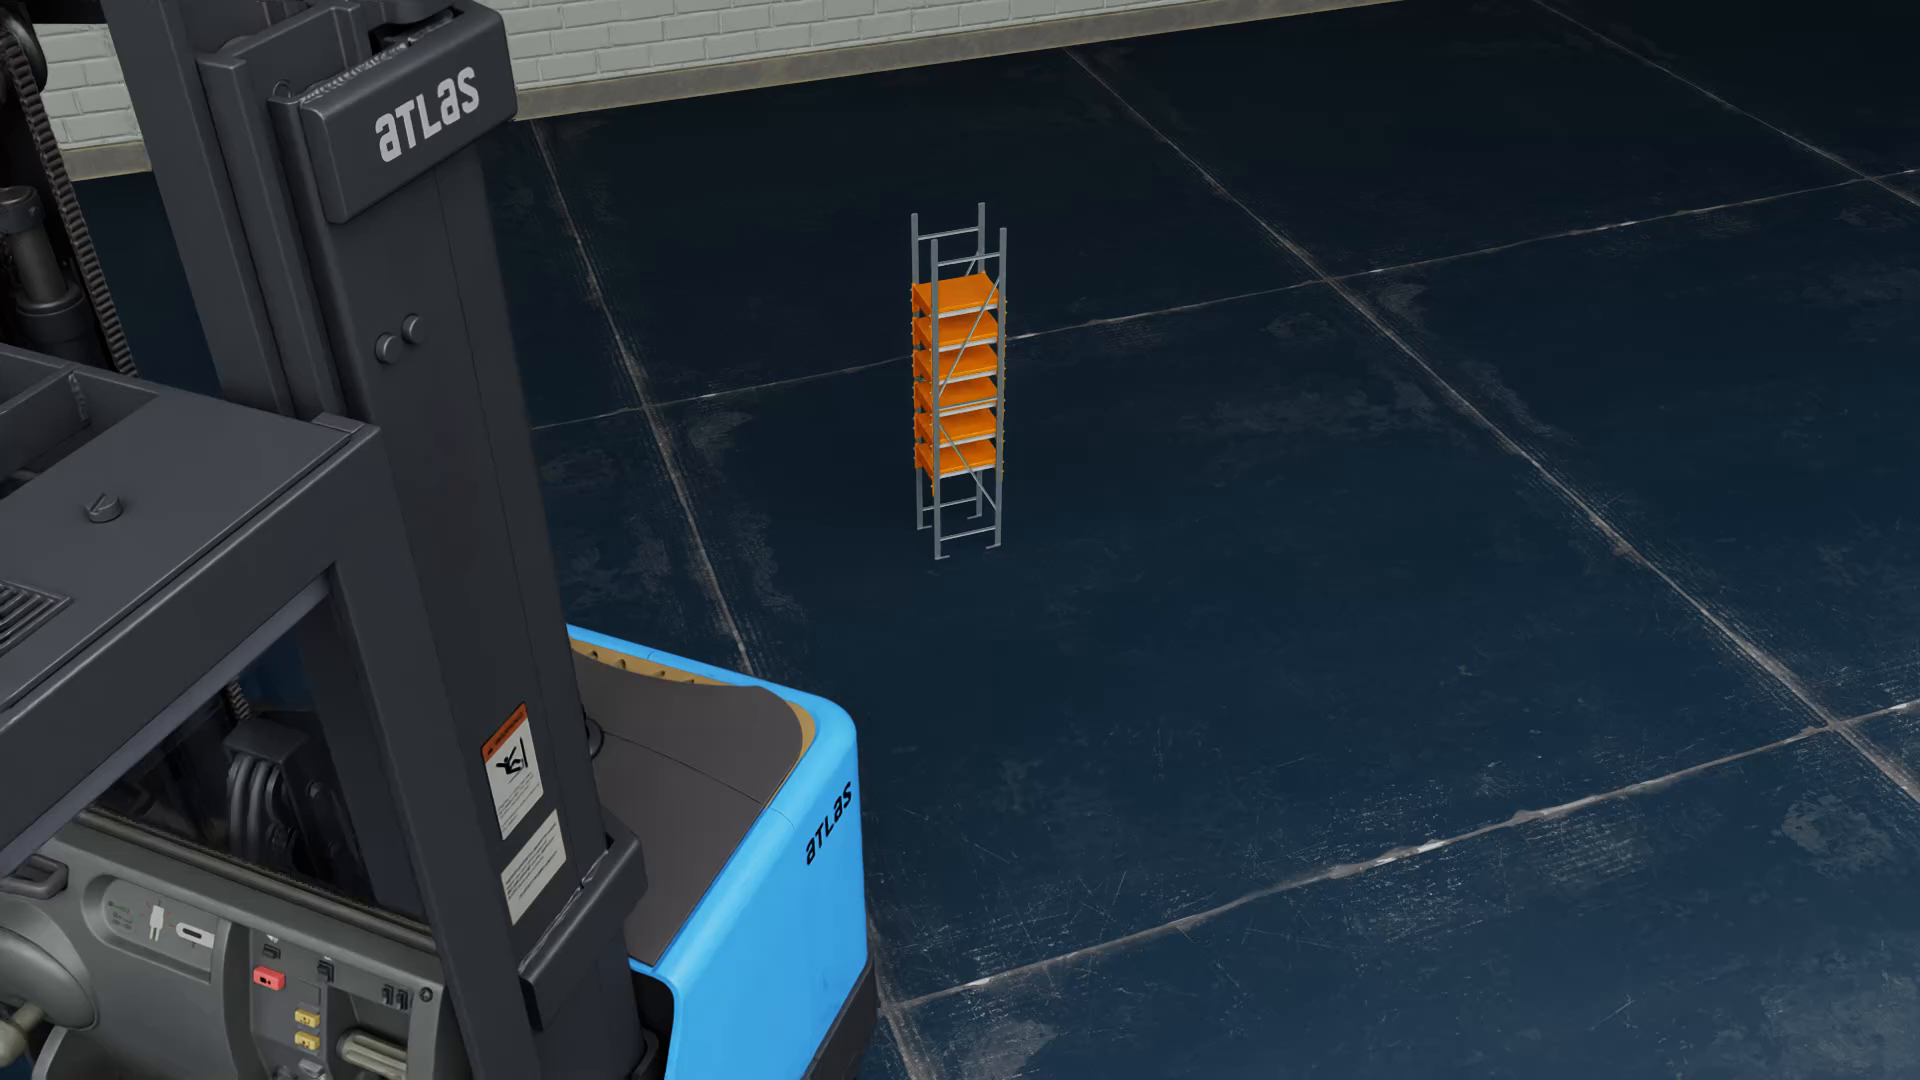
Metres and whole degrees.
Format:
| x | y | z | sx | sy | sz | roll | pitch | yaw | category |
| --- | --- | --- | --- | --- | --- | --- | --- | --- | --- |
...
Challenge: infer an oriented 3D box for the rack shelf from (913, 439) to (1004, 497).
| x | y | z | sx | sy | sz | roll | pitch | yaw | category |
| --- | --- | --- | --- | --- | --- | --- | --- | --- | --- |
| -0.005 | -0.260 | 5.571 | 0.258 | 0.103 | 0.180 | -12 | 39 | -16 | rack shelf |

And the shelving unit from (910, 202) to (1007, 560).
| x | y | z | sx | sy | sz | roll | pitch | yaw | category |
| --- | --- | --- | --- | --- | --- | --- | --- | --- | --- |
| -0.005 | -0.487 | 5.400 | 0.258 | 1.200 | 0.189 | -12 | 39 | -16 | shelving unit |

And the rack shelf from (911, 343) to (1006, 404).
| x | y | z | sx | sy | sz | roll | pitch | yaw | category |
| --- | --- | --- | --- | --- | --- | --- | --- | --- | --- |
| -0.005 | -0.548 | 5.354 | 0.258 | 0.103 | 0.180 | -12 | 39 | -16 | rack shelf |

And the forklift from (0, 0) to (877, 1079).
| x | y | z | sx | sy | sz | roll | pitch | yaw | category |
| --- | --- | --- | --- | --- | --- | --- | --- | --- | --- |
| -1.235 | 0.744 | 2.326 | 1.130 | 2.935 | 3.031 | 14 | 39 | 18 | forklift |

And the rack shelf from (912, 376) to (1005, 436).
| x | y | z | sx | sy | sz | roll | pitch | yaw | category |
| --- | --- | --- | --- | --- | --- | --- | --- | --- | --- |
| -0.005 | -0.452 | 5.427 | 0.258 | 0.103 | 0.180 | -12 | 39 | -16 | rack shelf |

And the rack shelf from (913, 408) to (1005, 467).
| x | y | z | sx | sy | sz | roll | pitch | yaw | category |
| --- | --- | --- | --- | --- | --- | --- | --- | --- | --- |
| -0.005 | -0.356 | 5.499 | 0.258 | 0.103 | 0.180 | -12 | 39 | -16 | rack shelf |

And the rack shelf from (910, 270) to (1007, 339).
| x | y | z | sx | sy | sz | roll | pitch | yaw | category |
| --- | --- | --- | --- | --- | --- | --- | --- | --- | --- |
| -0.005 | -0.739 | 5.210 | 0.258 | 0.103 | 0.180 | -12 | 39 | -16 | rack shelf |

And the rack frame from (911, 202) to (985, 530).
| x | y | z | sx | sy | sz | roll | pitch | yaw | category |
| --- | --- | --- | --- | --- | --- | --- | --- | --- | --- |
| -0.036 | -0.539 | 5.468 | 0.240 | 1.200 | 0.006 | -12 | 39 | -16 | rack frame |

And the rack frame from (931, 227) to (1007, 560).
| x | y | z | sx | sy | sz | roll | pitch | yaw | category |
| --- | --- | --- | --- | --- | --- | --- | --- | --- | --- |
| 0.027 | -0.436 | 5.331 | 0.240 | 1.200 | 0.006 | -12 | 39 | -16 | rack frame |

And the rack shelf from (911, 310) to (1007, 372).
| x | y | z | sx | sy | sz | roll | pitch | yaw | category |
| --- | --- | --- | --- | --- | --- | --- | --- | --- | --- |
| -0.005 | -0.644 | 5.282 | 0.258 | 0.103 | 0.180 | -12 | 39 | -16 | rack shelf |
